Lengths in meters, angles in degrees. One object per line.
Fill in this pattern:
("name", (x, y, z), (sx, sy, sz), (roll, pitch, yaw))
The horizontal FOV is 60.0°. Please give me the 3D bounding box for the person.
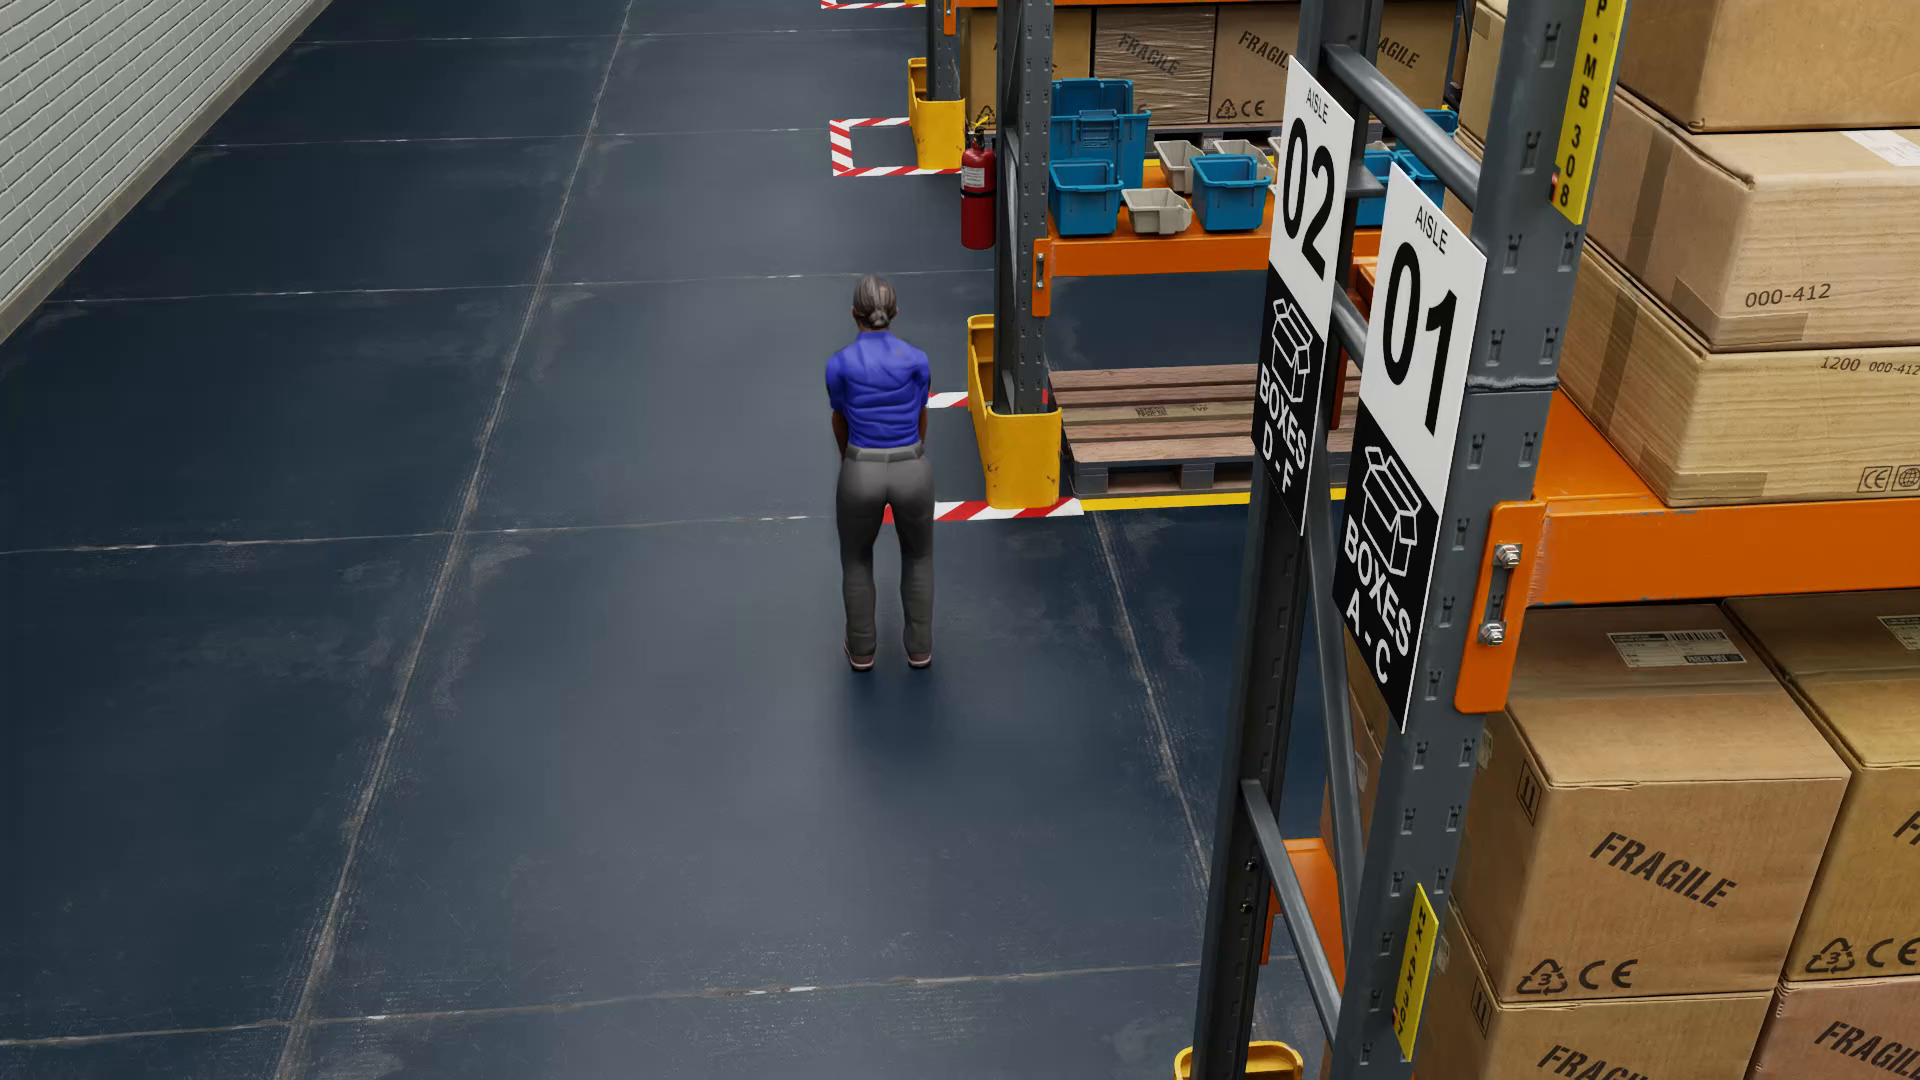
("person", (-0.314, -0.268, 6.610), (0.410, 1.637, 0.538), (-3, 31, -5))
